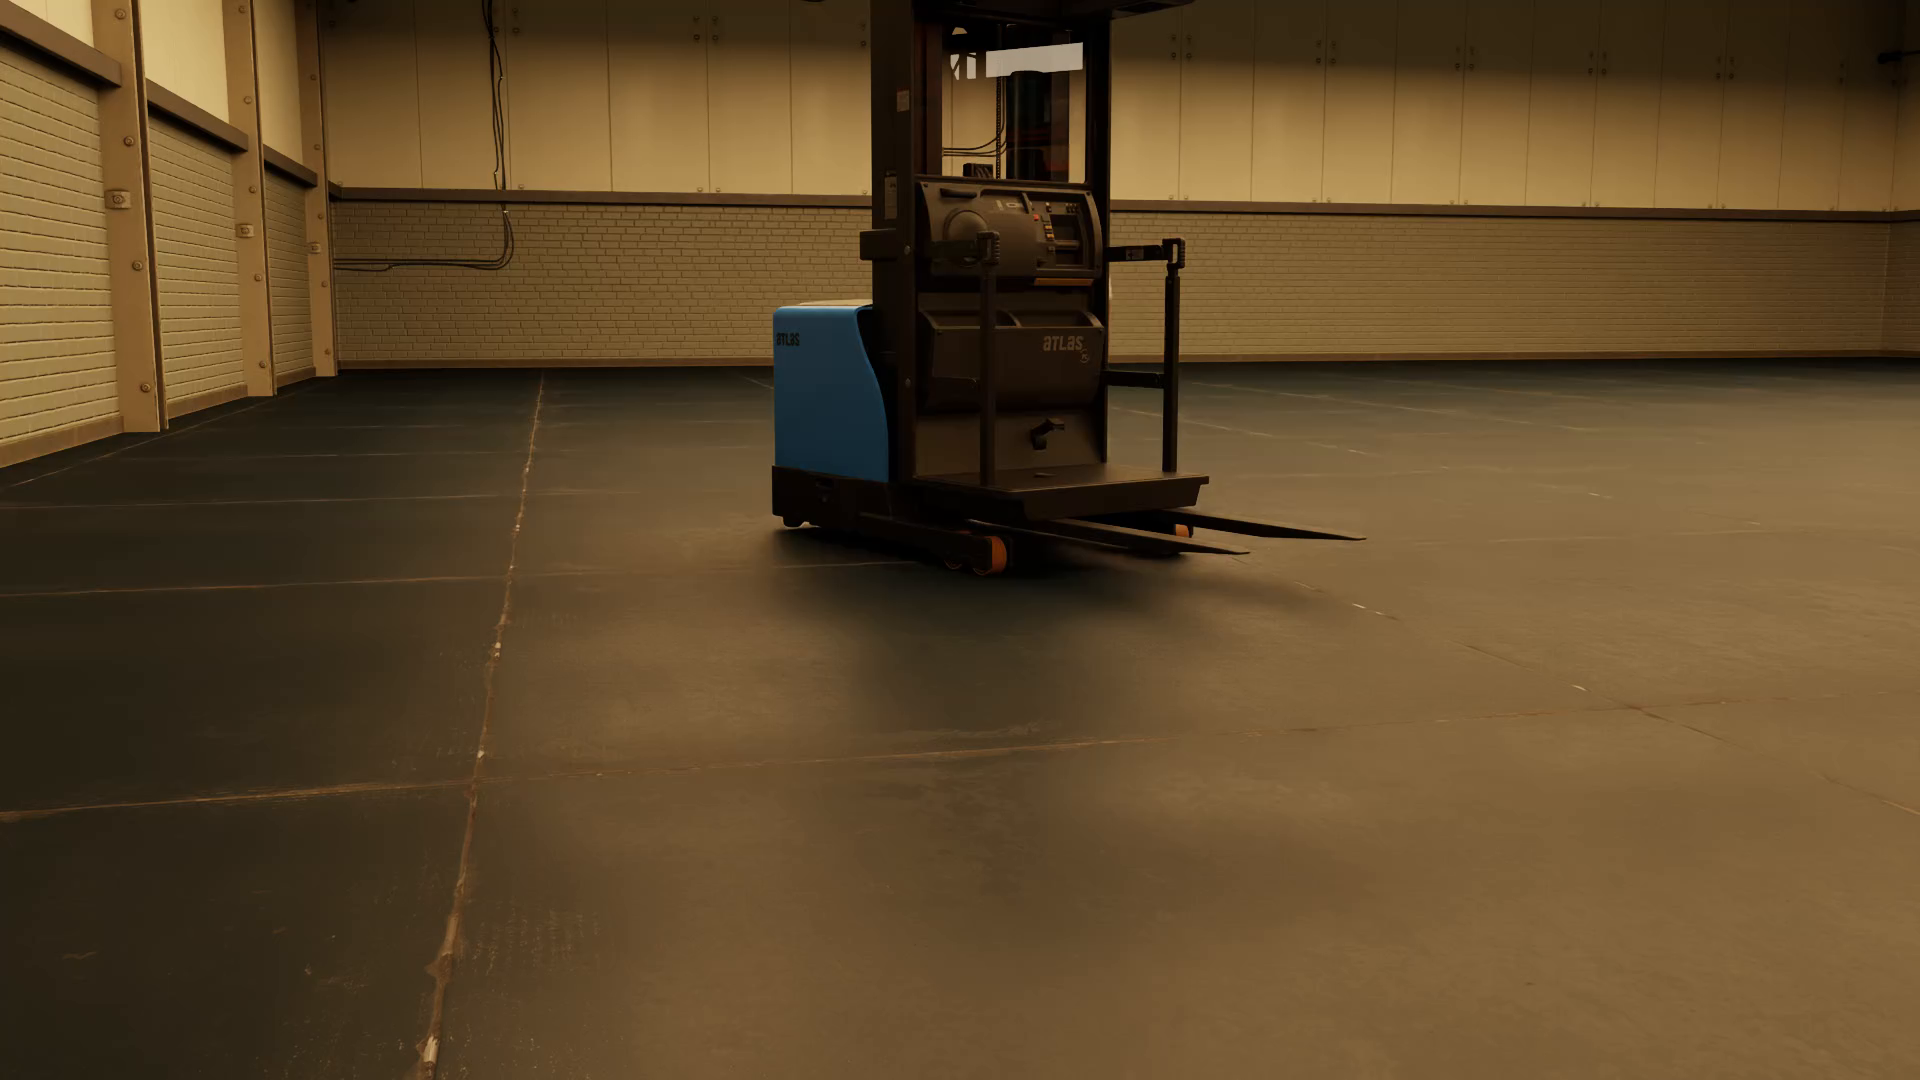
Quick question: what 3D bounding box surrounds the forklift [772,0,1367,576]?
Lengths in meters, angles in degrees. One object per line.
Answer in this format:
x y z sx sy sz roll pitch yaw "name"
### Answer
0.355 -1.383 7.015 1.130 2.935 3.031 -6 10 -35 "forklift"
